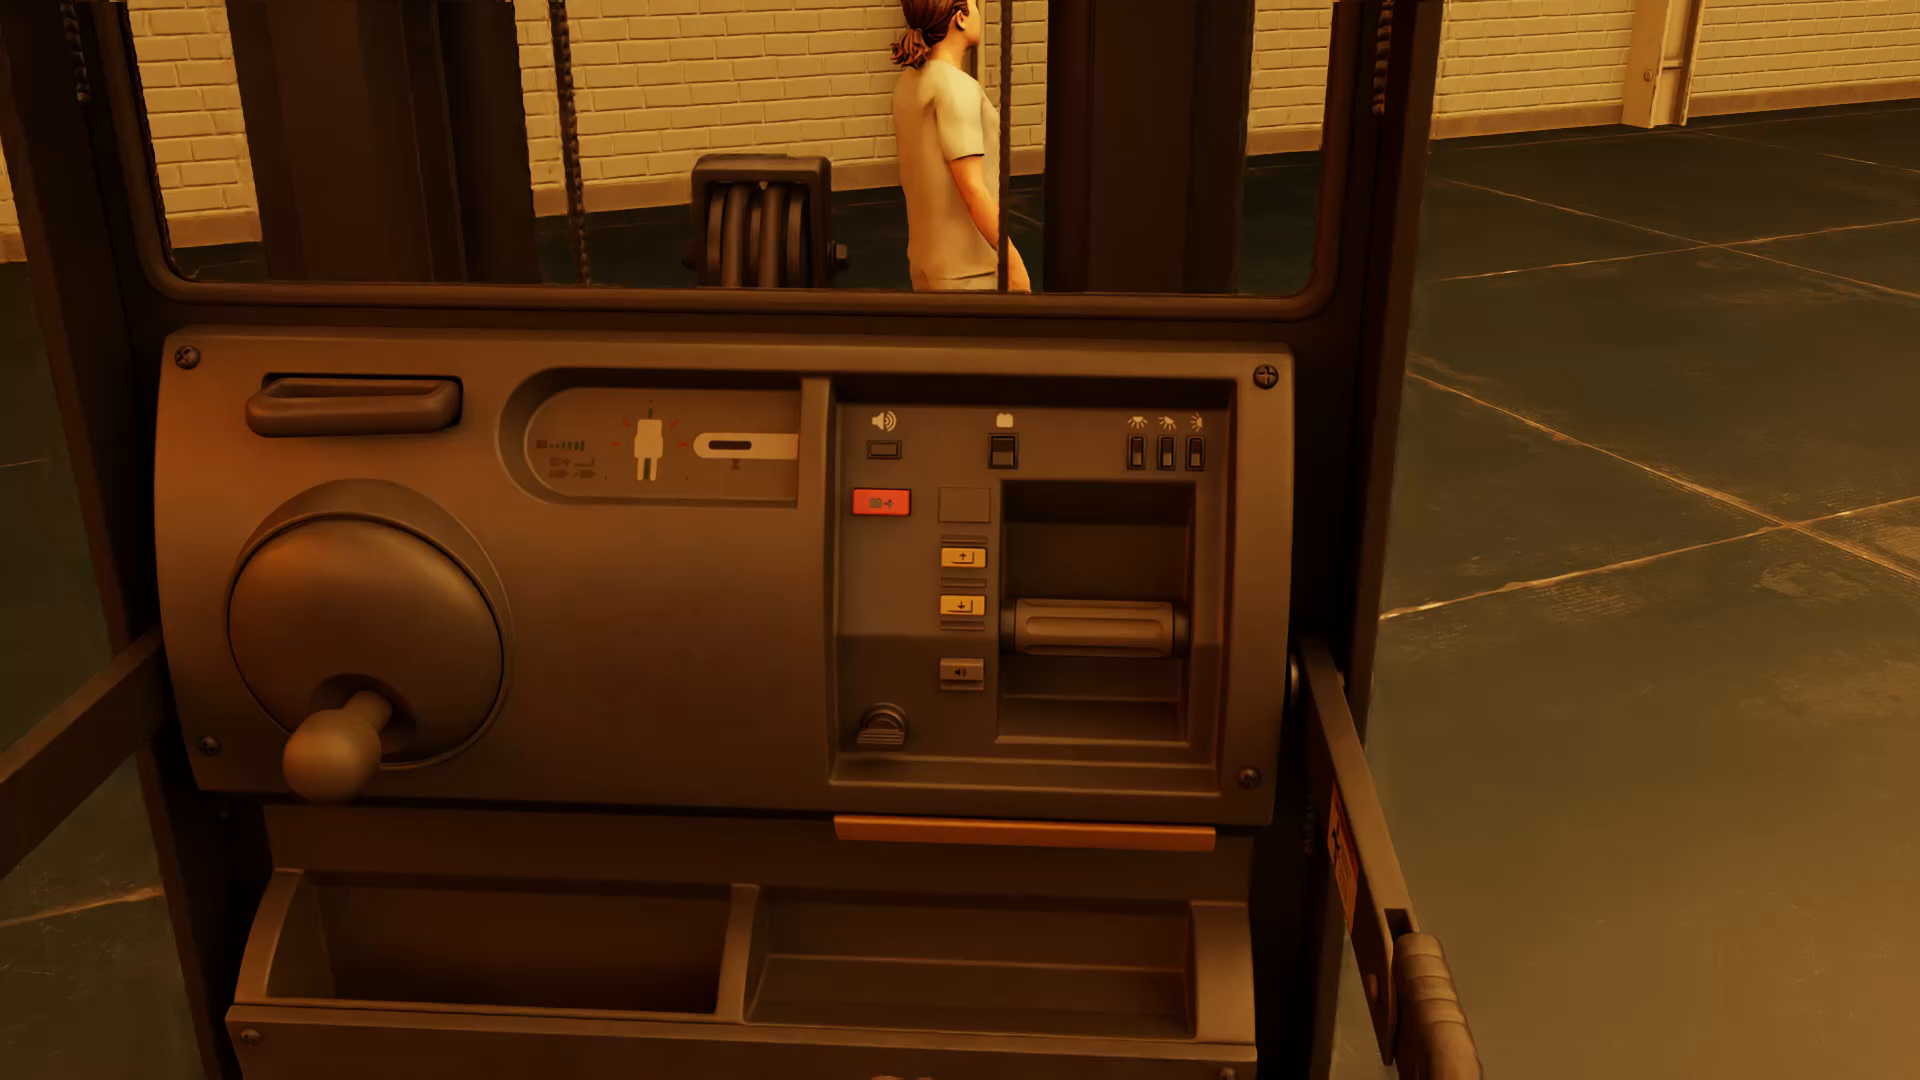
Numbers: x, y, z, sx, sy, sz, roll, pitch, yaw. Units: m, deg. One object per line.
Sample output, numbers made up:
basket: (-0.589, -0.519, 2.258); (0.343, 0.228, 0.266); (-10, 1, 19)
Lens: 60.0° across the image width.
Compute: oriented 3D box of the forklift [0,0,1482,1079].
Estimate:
forklift: (-0.209, 0.048, 1.170); (1.130, 2.935, 3.031); (1, 23, 3)

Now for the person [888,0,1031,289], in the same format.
person: (0.073, -0.788, 4.800); (0.548, 1.673, 0.549); (-10, 25, -23)
